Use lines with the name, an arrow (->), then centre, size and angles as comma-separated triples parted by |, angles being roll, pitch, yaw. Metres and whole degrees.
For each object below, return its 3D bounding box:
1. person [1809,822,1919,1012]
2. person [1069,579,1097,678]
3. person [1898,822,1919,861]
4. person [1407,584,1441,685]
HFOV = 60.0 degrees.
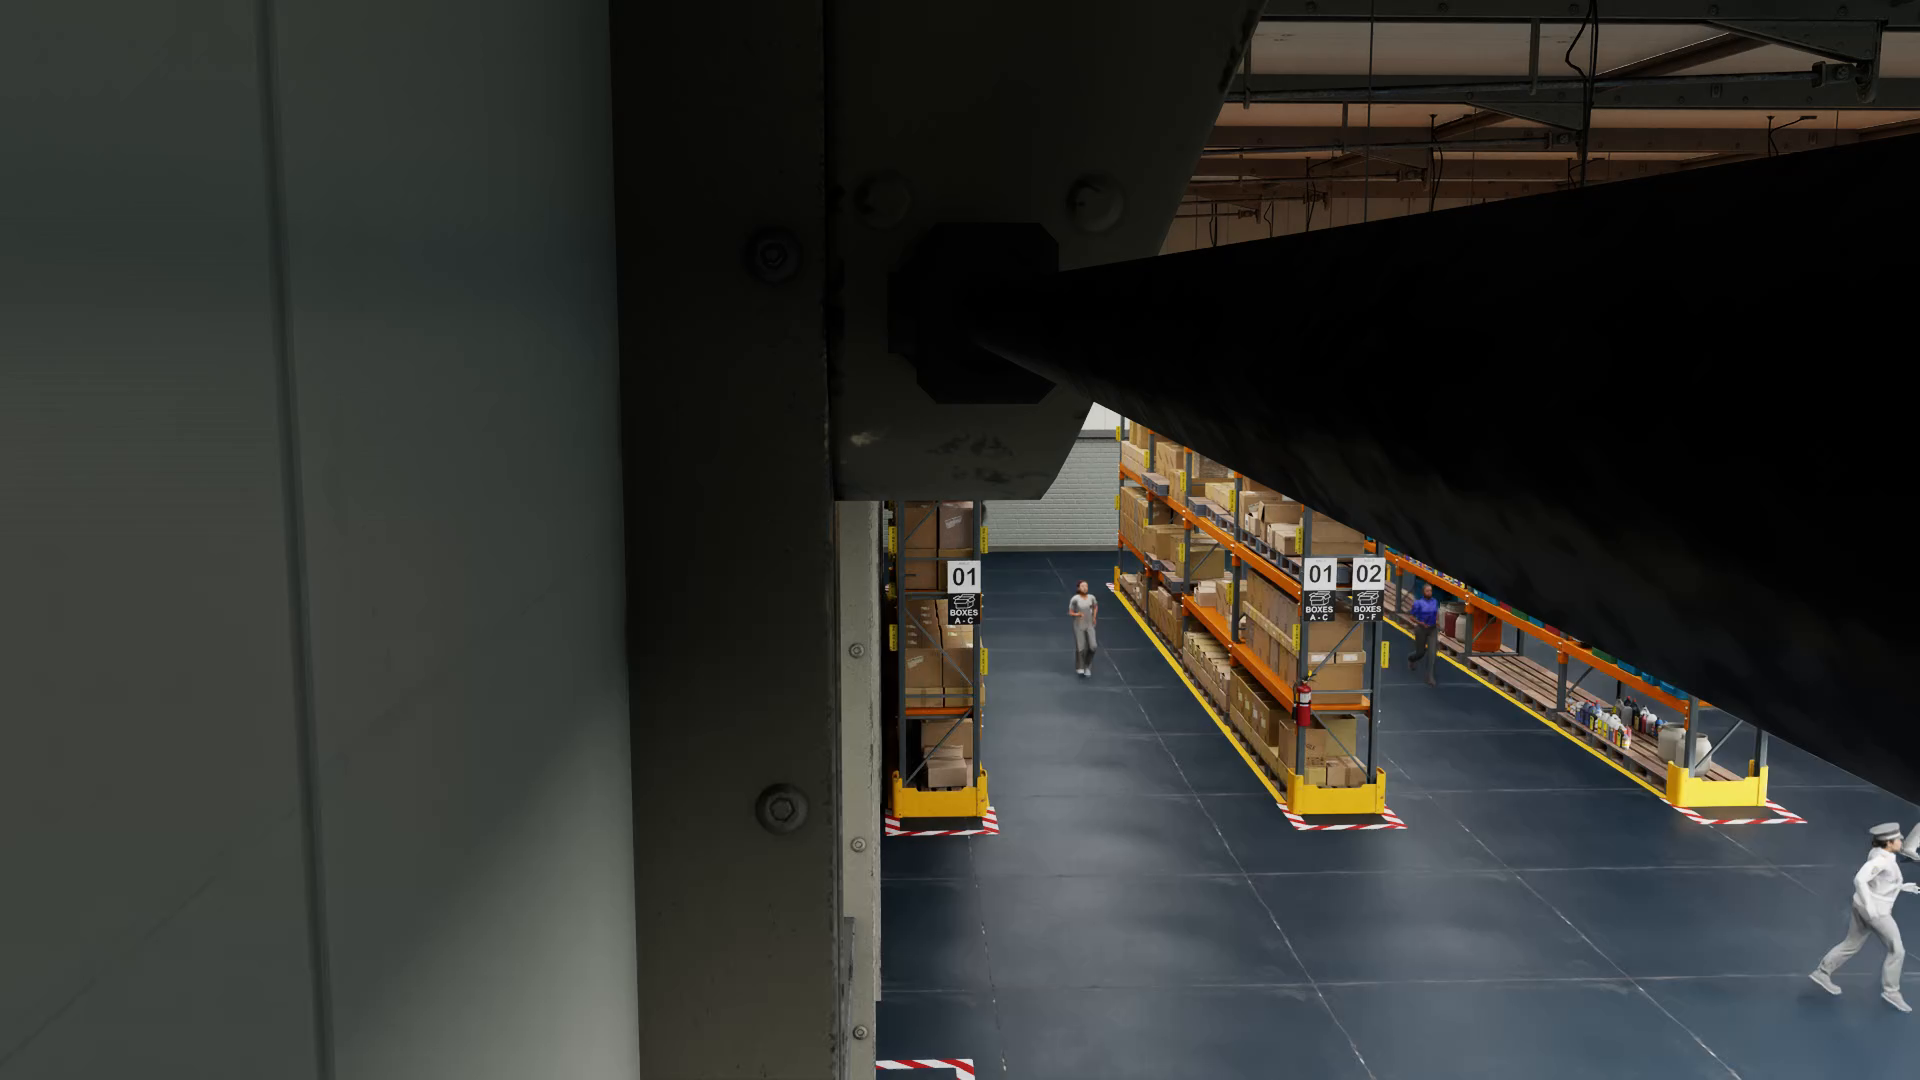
person -> 8.194, 3.370, 14.980 | 0.844, 1.725, 0.541 | 2, 8, 13
person -> 2.099, 1.495, 27.970 | 0.547, 1.667, 0.628 | -2, 8, -10
person -> 11.103, 2.822, 18.751 | 0.811, 1.619, 0.617 | 5, 10, 31
person -> 7.756, 1.538, 27.680 | 0.581, 1.632, 0.887 | -1, 8, -9
